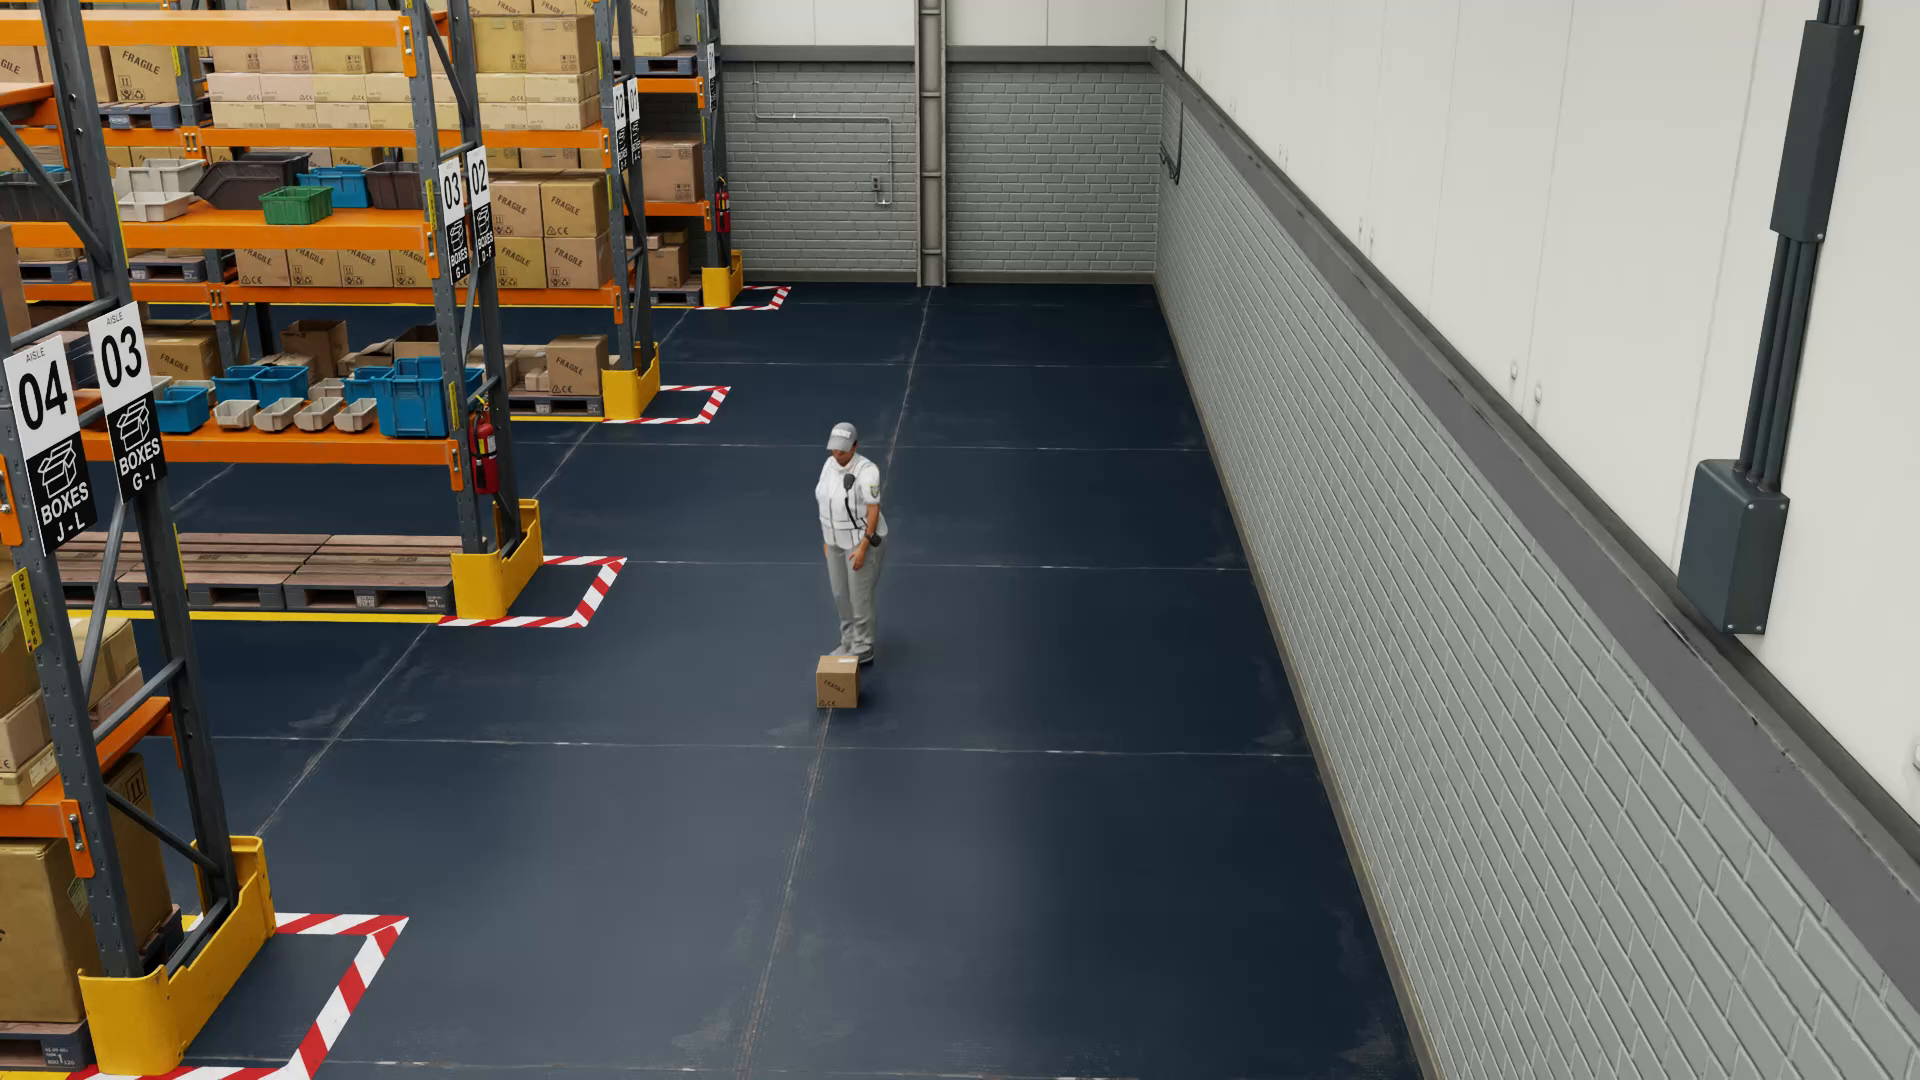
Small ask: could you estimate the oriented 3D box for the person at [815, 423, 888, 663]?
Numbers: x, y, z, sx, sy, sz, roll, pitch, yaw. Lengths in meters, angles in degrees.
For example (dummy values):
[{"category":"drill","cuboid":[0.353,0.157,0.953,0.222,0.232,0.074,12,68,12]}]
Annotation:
[{"category":"person","cuboid":[-0.724,0.045,10.974,0.491,1.715,0.427,18,27,39]}]
